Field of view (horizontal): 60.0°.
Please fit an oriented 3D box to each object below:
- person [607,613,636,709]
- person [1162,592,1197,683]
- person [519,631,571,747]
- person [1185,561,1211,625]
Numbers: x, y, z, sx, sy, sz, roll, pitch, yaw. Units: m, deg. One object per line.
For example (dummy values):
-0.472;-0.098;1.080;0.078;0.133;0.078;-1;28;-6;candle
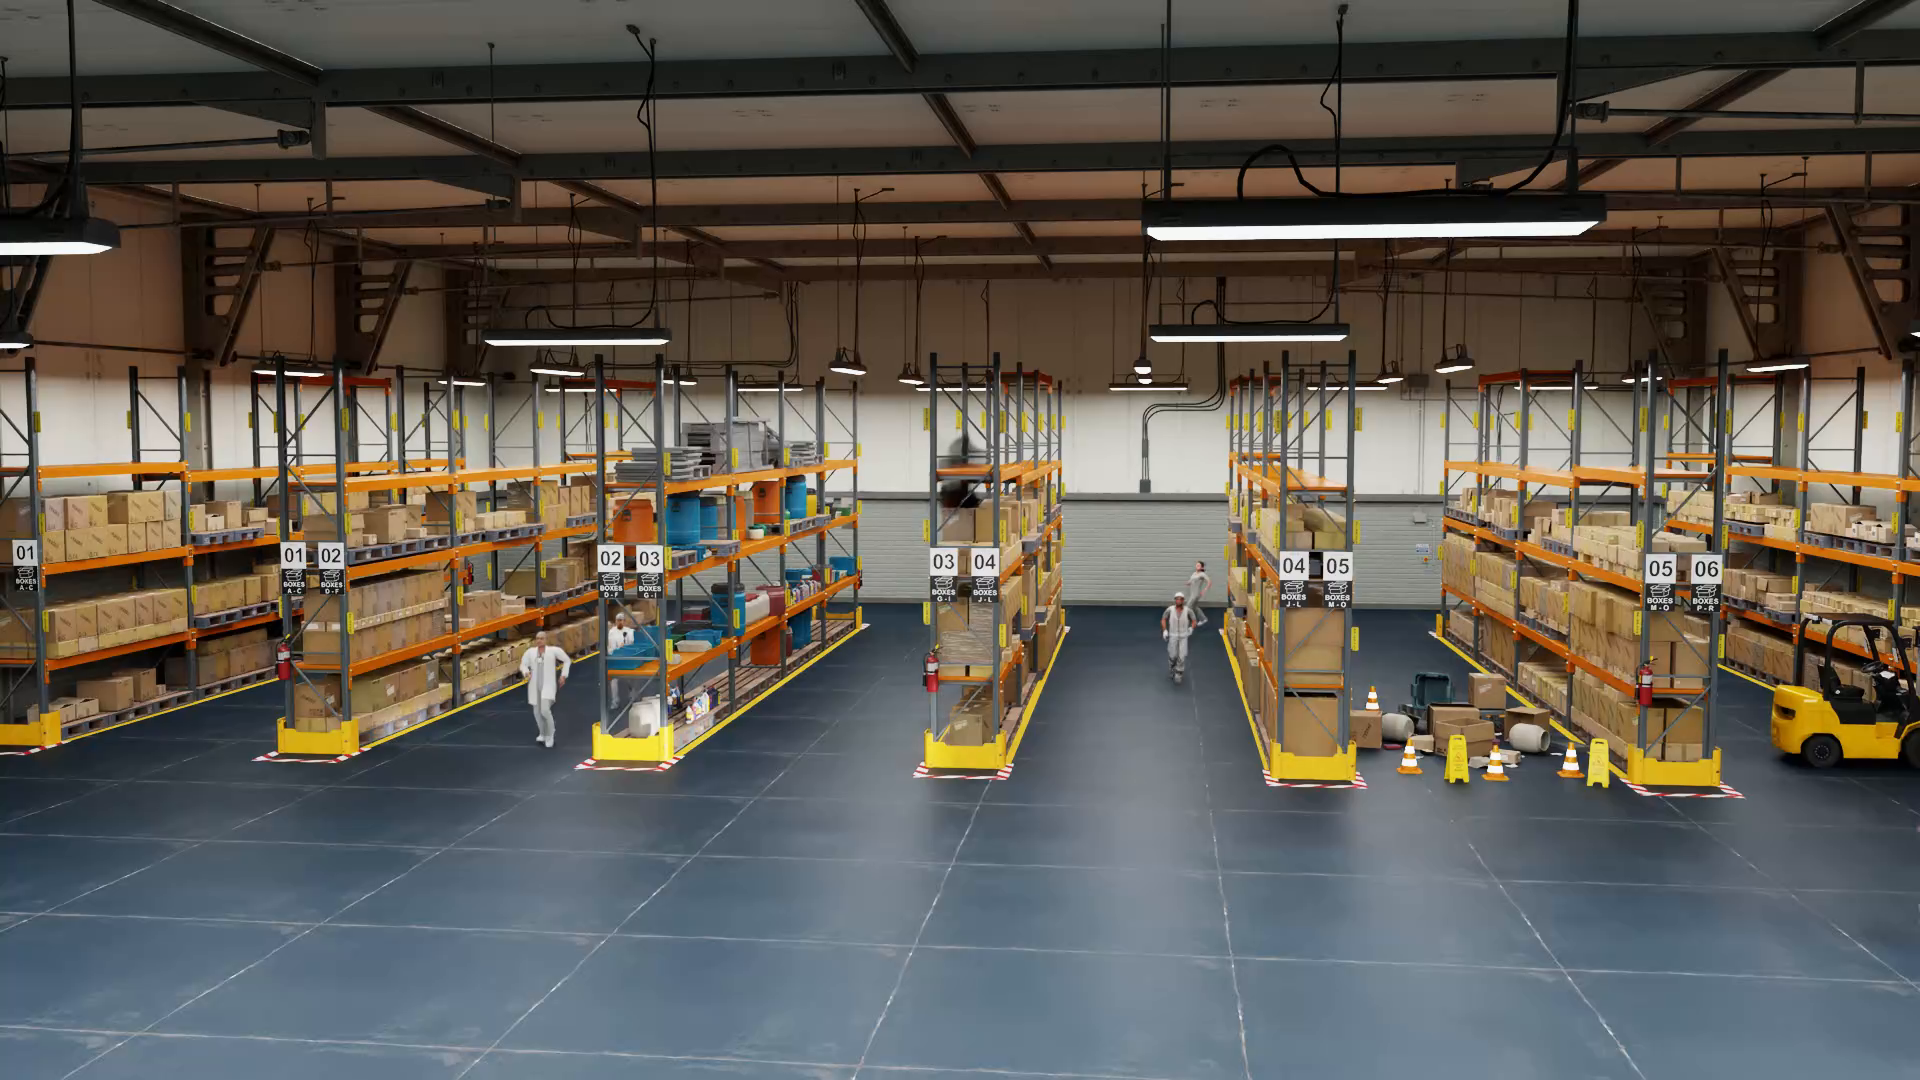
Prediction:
-5.971;2.109;29.274;0.619;1.638;0.843;0;4;5;person
4.206;1.873;31.875;0.669;1.749;0.584;0;4;6;person
-6.443;2.317;25.683;0.724;1.815;0.748;0;4;4;person
5.650;1.316;40.164;0.932;1.635;0.596;-1;4;-18;person
